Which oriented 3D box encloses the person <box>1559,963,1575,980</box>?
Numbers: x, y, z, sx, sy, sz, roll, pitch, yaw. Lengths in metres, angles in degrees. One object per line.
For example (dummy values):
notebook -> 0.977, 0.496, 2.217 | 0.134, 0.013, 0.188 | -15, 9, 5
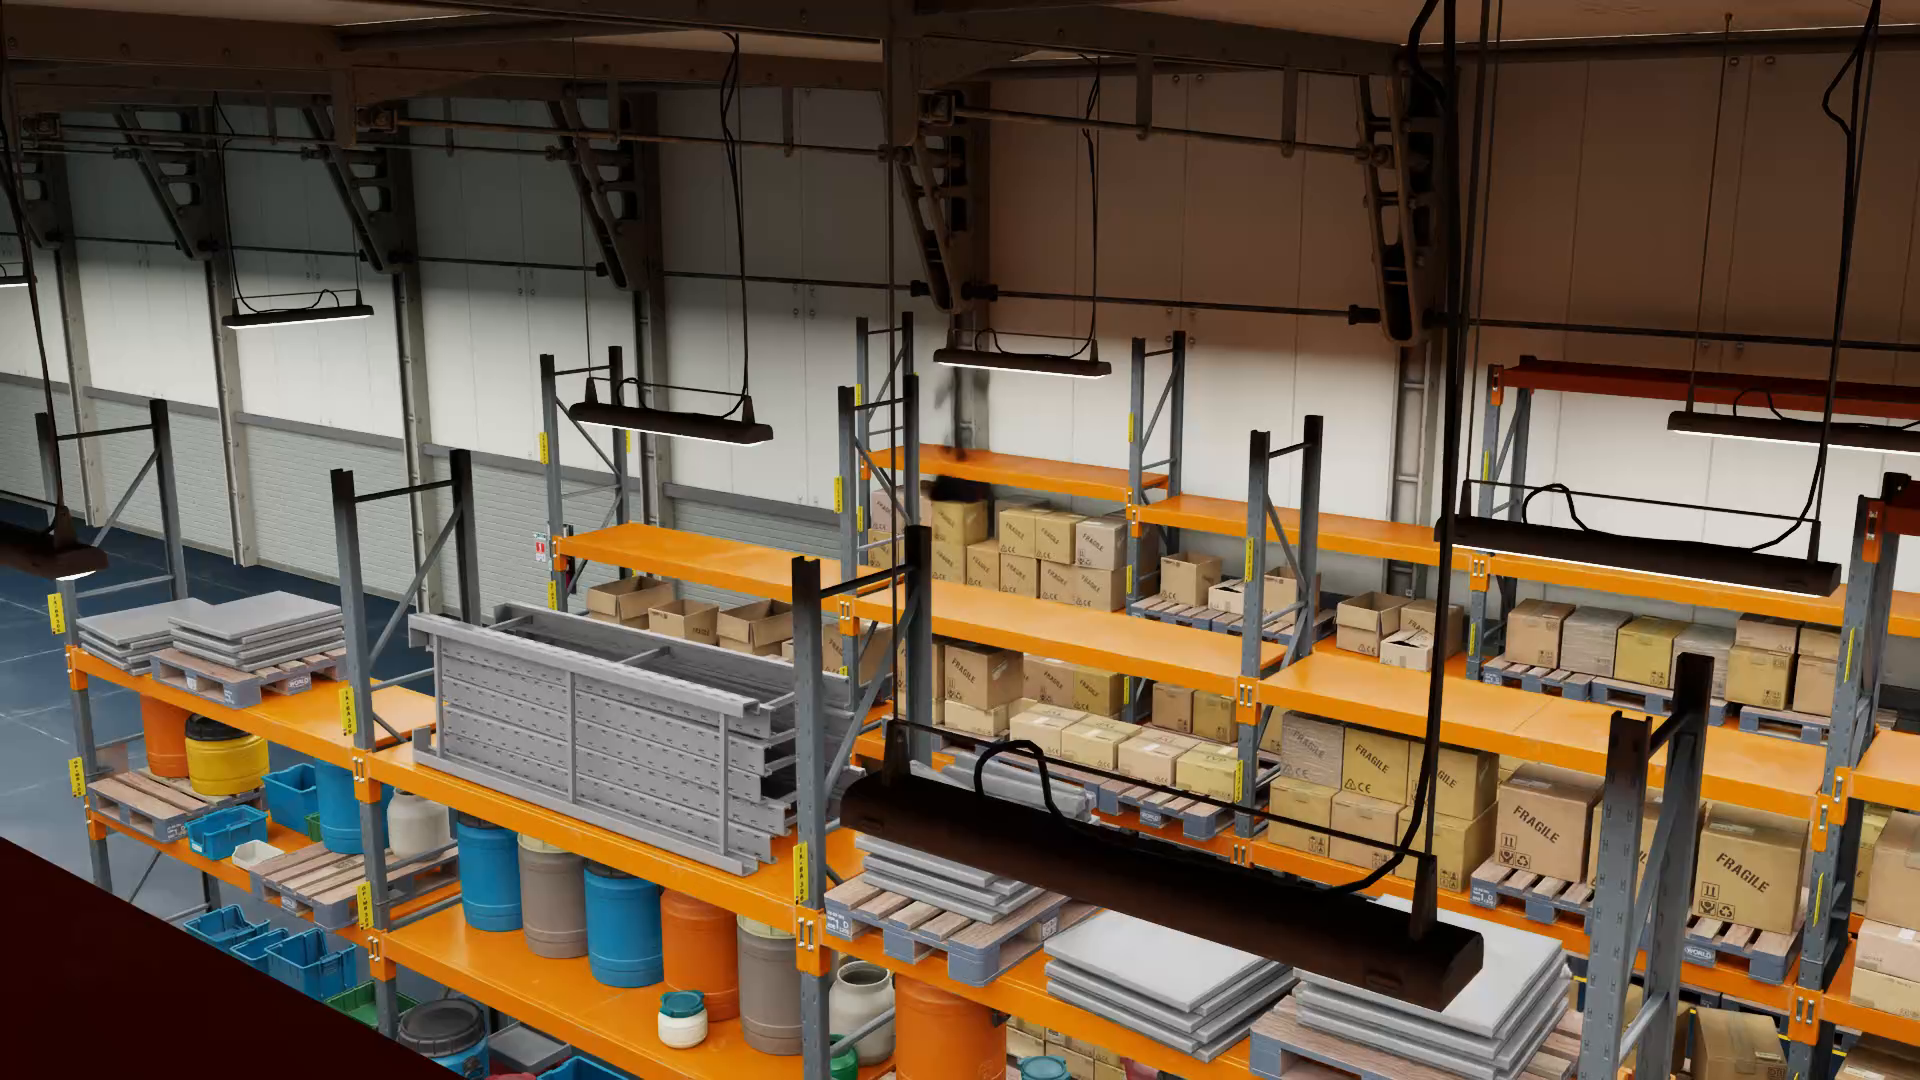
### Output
person -> 4.851, 4.044, 14.123 | 0.632, 1.679, 0.554 | 10, 16, 36
